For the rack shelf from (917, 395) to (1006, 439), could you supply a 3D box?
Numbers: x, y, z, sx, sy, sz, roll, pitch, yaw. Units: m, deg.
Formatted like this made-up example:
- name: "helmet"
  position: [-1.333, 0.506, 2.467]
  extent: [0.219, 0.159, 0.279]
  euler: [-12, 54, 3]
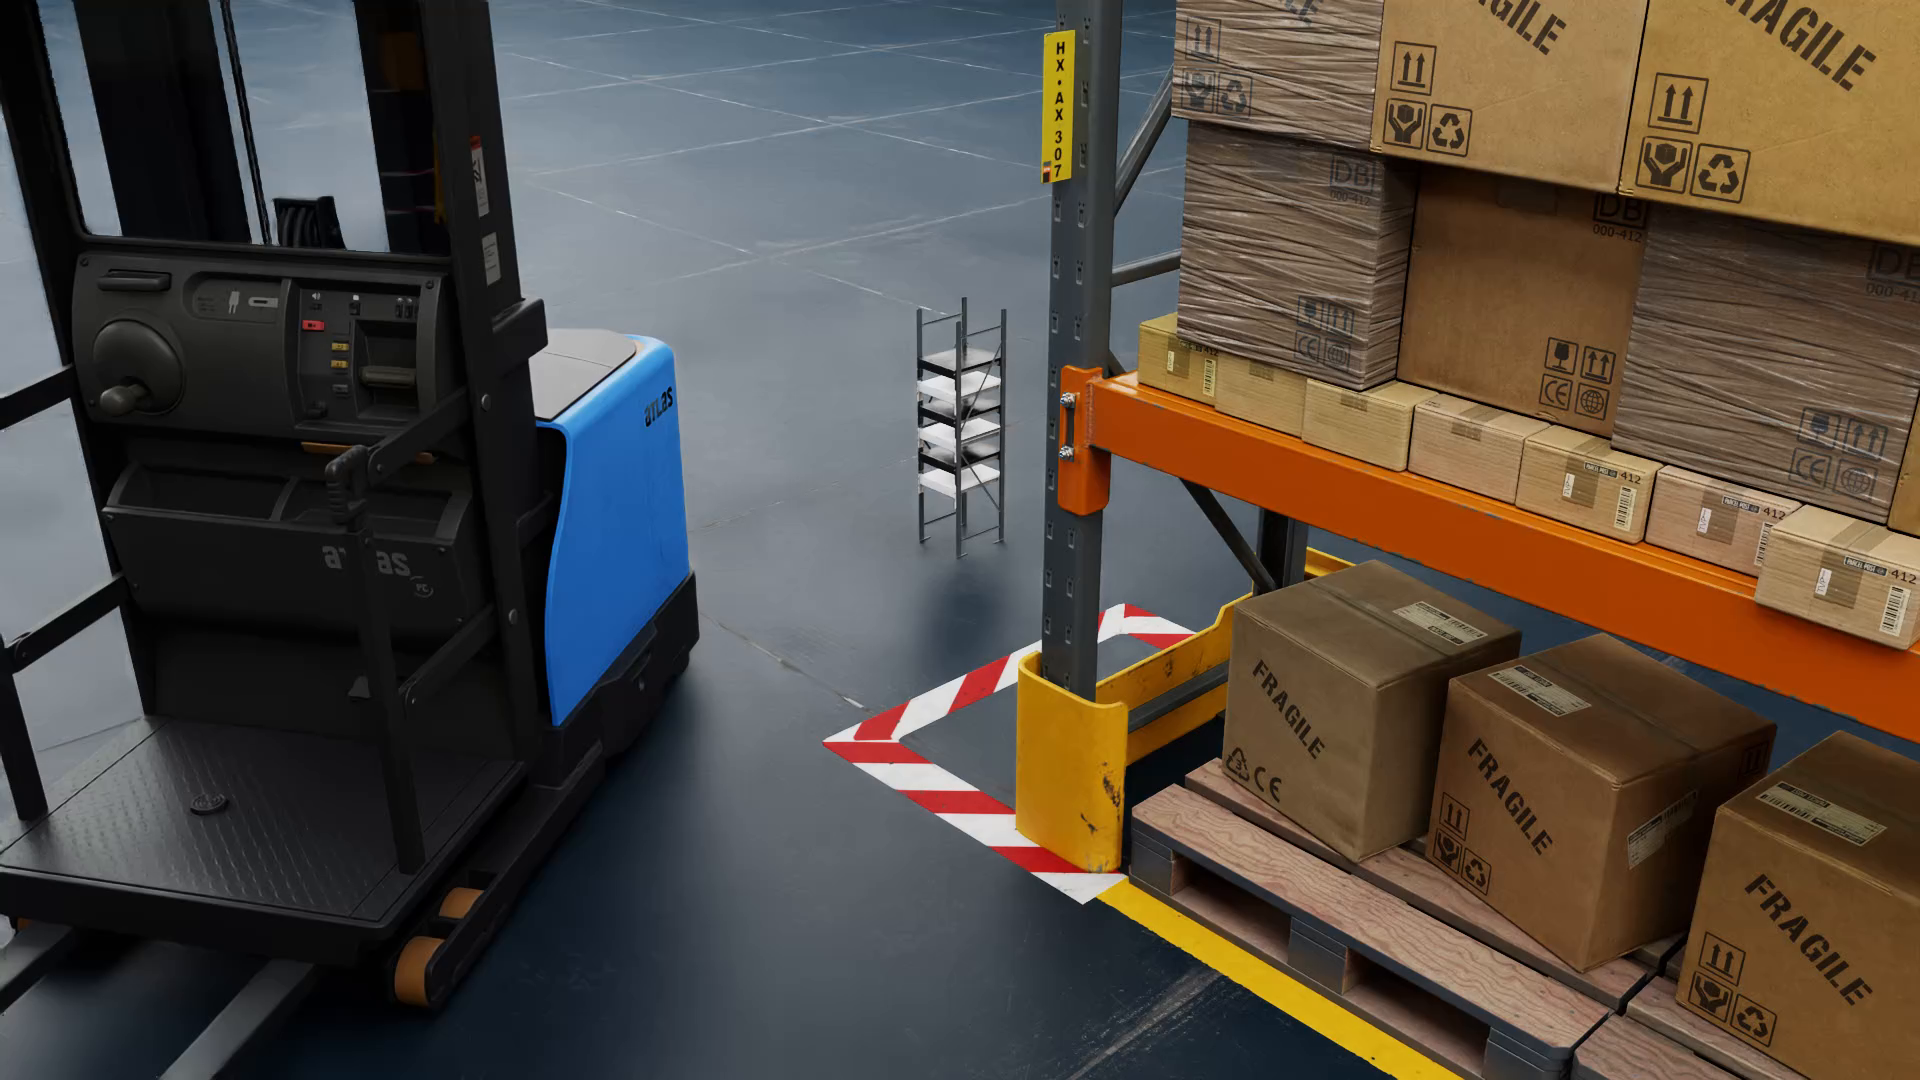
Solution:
- name: "rack shelf"
  position: [0.006, -0.459, 6.034]
  extent: [0.258, 0.077, 0.200]
  euler: [-21, 32, -38]

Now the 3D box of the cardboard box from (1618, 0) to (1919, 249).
- name: "cardboard box"
  position: [1.473, -0.810, 2.729]
  extent: [0.500, 0.500, 0.500]
  euler: [-21, 32, -38]

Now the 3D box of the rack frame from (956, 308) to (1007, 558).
- name: "rack frame"
  position: [0.075, -0.376, 5.990]
  extent: [0.240, 0.900, 0.006]
  euler: [-21, 32, -38]

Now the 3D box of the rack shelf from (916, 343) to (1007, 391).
- name: "rack shelf"
  position: [0.006, -0.622, 5.960]
  extent: [0.258, 0.077, 0.200]
  euler: [-21, 32, -38]

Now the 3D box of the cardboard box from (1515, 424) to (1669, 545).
- name: "cardboard box"
  position: [1.306, -0.146, 3.259]
  extent: [0.380, 0.149, 0.250]
  euler: [-21, 32, -38]

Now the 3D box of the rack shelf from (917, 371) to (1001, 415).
- name: "rack shelf"
  position: [0.006, -0.540, 5.997]
  extent: [0.258, 0.077, 0.200]
  euler: [-21, 32, -38]

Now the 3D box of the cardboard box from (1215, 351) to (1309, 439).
- name: "cardboard box"
  position: [0.794, -0.374, 3.758]
  extent: [0.380, 0.149, 0.250]
  euler: [-21, 32, -38]

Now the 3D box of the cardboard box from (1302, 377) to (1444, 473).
- name: "cardboard box"
  position: [0.954, -0.294, 3.582]
  extent: [0.380, 0.149, 0.250]
  euler: [-21, 32, -38]

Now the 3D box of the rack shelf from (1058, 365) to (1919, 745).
- name: "rack shelf"
  position: [1.984, 0.210, 3.042]
  extent: [1.077, 0.370, 4.000]
  euler: [-21, 32, -38]

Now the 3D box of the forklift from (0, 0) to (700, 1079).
- name: "forklift"
  position: [-1.663, -0.417, 3.632]
  extent: [1.130, 2.935, 3.031]
  euler: [5, 25, 11]

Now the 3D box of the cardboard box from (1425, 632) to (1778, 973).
- name: "cardboard box"
  position: [1.465, 0.588, 3.852]
  extent: [0.500, 0.500, 0.500]
  euler: [-12, 27, -25]

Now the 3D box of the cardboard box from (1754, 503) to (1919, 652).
- name: "cardboard box"
  position: [1.592, 0.027, 2.879]
  extent: [0.380, 0.149, 0.250]
  euler: [-21, 32, -38]

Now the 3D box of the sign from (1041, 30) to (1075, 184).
- name: "sign"
  position: [0.221, -0.963, 3.704]
  extent: [0.100, 0.325, 0.005]
  euler: [-21, 32, -38]

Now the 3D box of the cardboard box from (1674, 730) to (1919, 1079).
- name: "cardboard box"
  position: [1.879, 0.784, 3.424]
  extent: [0.500, 0.500, 0.500]
  euler: [-18, 30, -34]

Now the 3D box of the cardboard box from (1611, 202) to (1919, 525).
- name: "cardboard box"
  position: [1.712, -0.448, 3.140]
  extent: [0.875, 0.500, 0.500]
  euler: [-21, 32, -38]

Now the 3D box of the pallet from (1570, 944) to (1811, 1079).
- name: "pallet"
  position: [2.028, 1.194, 3.378]
  extent: [1.003, 0.211, 1.213]
  euler: [-21, 32, -38]

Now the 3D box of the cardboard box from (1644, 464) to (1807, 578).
- name: "cardboard box"
  position: [1.497, -0.078, 3.110]
  extent: [0.380, 0.149, 0.250]
  euler: [-21, 32, -38]

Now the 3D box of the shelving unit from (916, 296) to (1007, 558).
- name: "shelving unit"
  position: [0.006, -0.407, 6.058]
  extent: [0.258, 0.900, 0.210]
  euler: [-21, 32, -38]

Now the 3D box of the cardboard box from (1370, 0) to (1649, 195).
- name: "cardboard box"
  position: [1.130, -0.961, 3.060]
  extent: [0.500, 0.500, 0.500]
  euler: [-21, 32, -38]

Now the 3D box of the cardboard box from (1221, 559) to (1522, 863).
- name: "cardboard box"
  position: [1.031, 0.417, 4.227]
  extent: [0.500, 0.500, 0.500]
  euler: [-15, 28, -29]

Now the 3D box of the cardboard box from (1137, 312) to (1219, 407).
- name: "cardboard box"
  position: [0.638, -0.455, 3.936]
  extent: [0.380, 0.149, 0.250]
  euler: [-21, 32, -38]

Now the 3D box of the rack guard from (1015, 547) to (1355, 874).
- name: "rack guard"
  position: [0.669, 0.437, 4.689]
  extent: [1.175, 0.500, 0.348]
  euler: [-21, 32, -38]

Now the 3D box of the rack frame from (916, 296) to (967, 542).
- name: "rack frame"
  position: [-0.064, -0.438, 6.125]
  extent: [0.240, 0.900, 0.006]
  euler: [-21, 32, -38]

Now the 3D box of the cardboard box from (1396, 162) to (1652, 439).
- name: "cardboard box"
  position: [1.402, -0.612, 3.499]
  extent: [0.875, 0.500, 0.500]
  euler: [-21, 32, -38]

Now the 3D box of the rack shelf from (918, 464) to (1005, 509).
- name: "rack shelf"
  position: [0.006, -0.213, 6.146]
  extent: [0.258, 0.077, 0.200]
  euler: [-21, 32, -38]

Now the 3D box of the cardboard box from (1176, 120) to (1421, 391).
- name: "cardboard box"
  position: [0.973, -0.729, 3.756]
  extent: [0.875, 0.500, 0.500]
  euler: [-21, 32, -38]

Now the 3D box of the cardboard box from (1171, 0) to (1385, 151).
- name: "cardboard box"
  position: [0.794, -1.115, 3.396]
  extent: [0.500, 0.500, 0.500]
  euler: [-21, 32, -38]

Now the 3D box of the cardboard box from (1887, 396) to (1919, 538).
- name: "cardboard box"
  position: [2.045, -0.293, 2.800]
  extent: [0.875, 0.500, 0.500]
  euler: [-21, 32, -38]

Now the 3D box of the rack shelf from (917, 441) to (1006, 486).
- name: "rack shelf"
  position: [0.006, -0.295, 6.109]
  extent: [0.258, 0.077, 0.200]
  euler: [-21, 32, -38]

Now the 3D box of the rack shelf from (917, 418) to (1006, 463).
- name: "rack shelf"
  position: [0.006, -0.377, 6.072]
  extent: [0.258, 0.077, 0.200]
  euler: [-21, 32, -38]

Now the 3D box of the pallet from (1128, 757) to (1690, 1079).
- name: "pallet"
  position: [1.198, 0.825, 4.188]
  extent: [1.003, 0.211, 1.213]
  euler: [-21, 32, -38]

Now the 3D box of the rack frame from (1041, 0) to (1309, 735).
- name: "rack frame"
  position: [0.617, -0.723, 4.221]
  extent: [1.000, 3.000, 0.127]
  euler: [-21, 32, -38]

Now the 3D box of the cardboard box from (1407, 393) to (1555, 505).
- name: "cardboard box"
  position: [1.140, -0.224, 3.429]
  extent: [0.380, 0.149, 0.250]
  euler: [-21, 32, -38]
